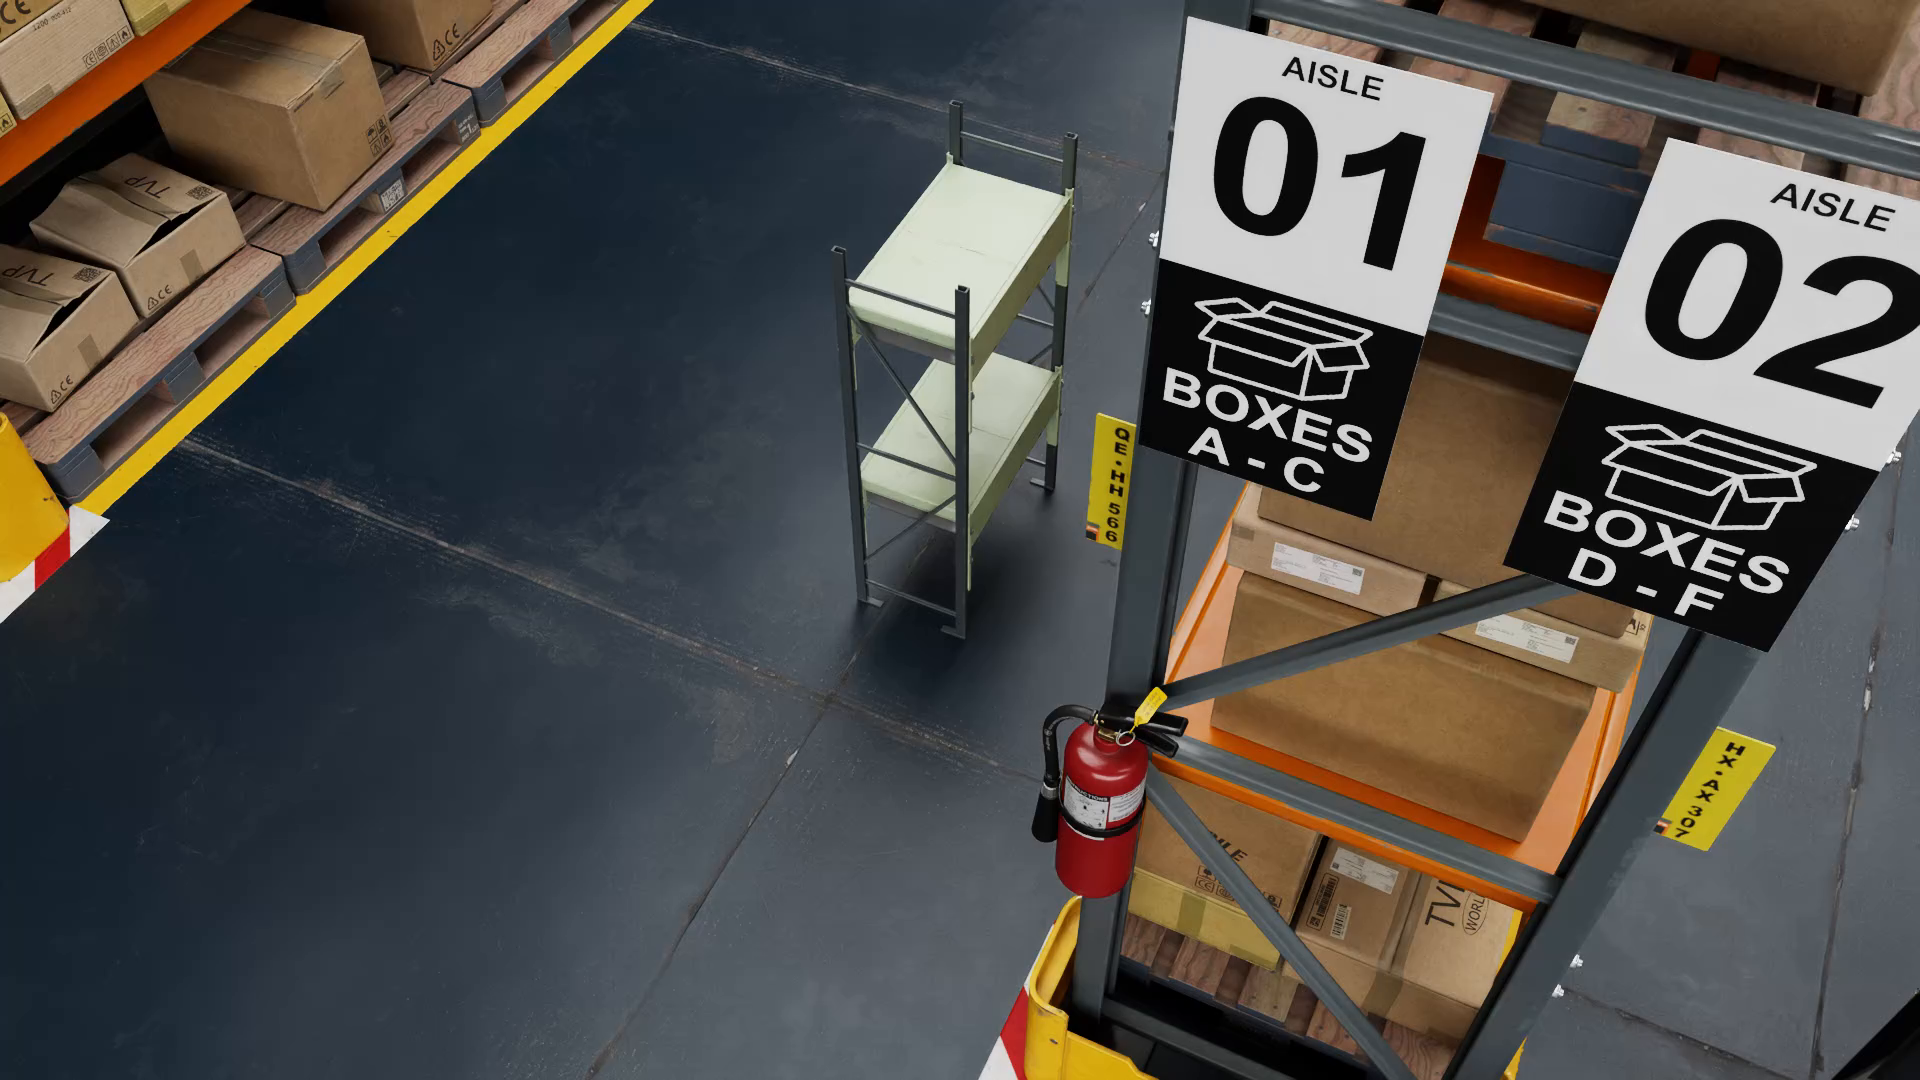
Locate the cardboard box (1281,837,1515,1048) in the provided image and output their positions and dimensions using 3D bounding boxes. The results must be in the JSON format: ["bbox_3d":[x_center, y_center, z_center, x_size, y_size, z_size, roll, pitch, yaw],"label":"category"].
[{"bbox_3d":[1.194,1.002,4.458,0.500,0.250,0.500,20,52,16],"label":"cardboard box"}]

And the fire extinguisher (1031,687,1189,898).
[{"bbox_3d":[0.293,0.499,3.407,0.296,0.674,0.183,20,52,16],"label":"fire extinguisher"}]

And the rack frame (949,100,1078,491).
[{"bbox_3d":[0.154,-0.733,5.389,0.400,1.500,0.023,20,52,16],"label":"rack frame"}]

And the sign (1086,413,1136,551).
[{"bbox_3d":[0.279,-0.095,2.945,0.100,0.325,0.005,20,52,16],"label":"sign"}]

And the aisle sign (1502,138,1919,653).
[{"bbox_3d":[1.012,-0.154,2.205,0.394,0.787,0.004,20,52,16],"label":"aisle sign"}]

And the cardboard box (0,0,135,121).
[{"bbox_3d":[-3.013,-1.618,5.243,0.500,0.250,0.500,18,52,15],"label":"cardboard box"}]

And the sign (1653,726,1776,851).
[{"bbox_3d":[1.263,0.422,2.801,0.100,0.325,0.005,20,52,16],"label":"sign"}]

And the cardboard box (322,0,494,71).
[{"bbox_3d":[-2.415,-2.425,7.196,0.500,0.500,0.500,16,52,13],"label":"cardboard box"}]

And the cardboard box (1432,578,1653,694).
[{"bbox_3d":[1.126,0.101,3.203,0.380,0.149,0.250,19,52,16],"label":"cardboard box"}]

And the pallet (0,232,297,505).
[{"bbox_3d":[-3.306,-0.762,6.260,1.003,0.211,1.213,20,52,16],"label":"pallet"}]

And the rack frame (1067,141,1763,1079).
[{"bbox_3d":[0.763,0.544,3.318,1.000,3.000,0.127,20,52,16],"label":"rack frame"}]

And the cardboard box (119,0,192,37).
[{"bbox_3d":[-2.790,-1.967,5.540,0.500,0.250,0.500,19,52,16],"label":"cardboard box"}]

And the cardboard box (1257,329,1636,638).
[{"bbox_3d":[0.997,-0.263,3.087,0.700,0.500,0.500,20,52,16],"label":"cardboard box"}]

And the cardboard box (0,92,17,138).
[{"bbox_3d":[-3.222,-1.256,4.935,0.500,0.250,0.500,18,52,15],"label":"cardboard box"}]

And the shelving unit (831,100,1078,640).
[{"bbox_3d":[-0.003,-0.481,5.175,0.431,1.500,0.755,20,52,16],"label":"shelving unit"}]

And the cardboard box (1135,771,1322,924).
[{"bbox_3d":[0.723,0.589,4.316,0.500,0.500,0.500,20,52,16],"label":"cardboard box"}]

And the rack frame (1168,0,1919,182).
[{"bbox_3d":[0.763,-1.401,1.033,1.000,3.000,0.127,20,52,16],"label":"rack frame"}]

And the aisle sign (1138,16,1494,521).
[{"bbox_3d":[0.470,-0.349,2.371,0.394,0.787,0.004,20,52,16],"label":"aisle sign"}]

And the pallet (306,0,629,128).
[{"bbox_3d":[-2.263,-2.442,7.690,1.003,0.211,1.213,20,52,16],"label":"pallet"}]

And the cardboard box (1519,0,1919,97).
[{"bbox_3d":[1.013,-1.038,2.259,0.797,0.503,0.637,23,53,18],"label":"cardboard box"}]

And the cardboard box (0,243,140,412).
[{"bbox_3d":[-3.340,-0.784,5.924,0.500,0.311,0.500,14,51,12],"label":"cardboard box"}]

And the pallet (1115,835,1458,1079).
[{"bbox_3d":[1.052,0.907,4.840,1.003,0.211,1.213,20,52,16],"label":"pallet"}]

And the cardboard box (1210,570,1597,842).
[{"bbox_3d":[0.974,0.194,3.550,0.700,0.500,0.500,20,52,16],"label":"cardboard box"}]

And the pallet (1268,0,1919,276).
[{"bbox_3d":[1.089,-0.878,2.616,1.003,0.211,1.213,20,52,16],"label":"pallet"}]

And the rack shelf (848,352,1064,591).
[{"bbox_3d":[-0.003,-0.270,5.423,0.431,0.370,0.720,20,52,16],"label":"rack shelf"}]

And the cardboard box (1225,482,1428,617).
[{"bbox_3d":[0.754,-0.024,3.309,0.380,0.149,0.250,19,52,15],"label":"cardboard box"}]

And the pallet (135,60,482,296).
[{"bbox_3d":[-2.783,-1.599,6.972,1.003,0.211,1.213,20,52,16],"label":"pallet"}]

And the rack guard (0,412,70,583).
[{"bbox_3d":[-3.685,-0.308,5.684,1.175,0.500,0.348,20,52,16],"label":"rack guard"}]

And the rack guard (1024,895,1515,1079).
[{"bbox_3d":[0.753,1.370,4.256,1.175,0.500,0.348,20,52,16],"label":"rack guard"}]

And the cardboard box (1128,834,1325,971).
[{"bbox_3d":[0.725,0.833,4.601,0.500,0.250,0.500,20,52,16],"label":"cardboard box"}]

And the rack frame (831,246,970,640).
[{"bbox_3d":[-0.159,-0.229,4.960,0.400,1.500,0.023,20,52,16],"label":"rack frame"}]

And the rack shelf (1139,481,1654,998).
[{"bbox_3d":[1.618,-0.600,4.764,1.077,0.370,4.000,20,52,16],"label":"rack shelf"}]

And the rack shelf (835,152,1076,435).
[{"bbox_3d":[-0.003,-0.734,4.878,0.431,0.370,0.720,20,52,16],"label":"rack shelf"}]

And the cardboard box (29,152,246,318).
[{"bbox_3d":[-3.097,-1.177,6.258,0.500,0.311,0.500,24,54,19],"label":"cardboard box"}]

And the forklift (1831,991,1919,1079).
[{"bbox_3d":[2.373,1.074,2.912,3.031,2.935,1.130,-20,52,-16],"label":"forklift"}]

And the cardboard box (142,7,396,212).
[{"bbox_3d":[-2.738,-1.727,6.602,0.700,0.500,0.500,17,52,14],"label":"cardboard box"}]

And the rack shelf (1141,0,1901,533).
[{"bbox_3d":[1.618,-1.573,3.621,1.077,0.370,4.000,20,52,16],"label":"rack shelf"}]
